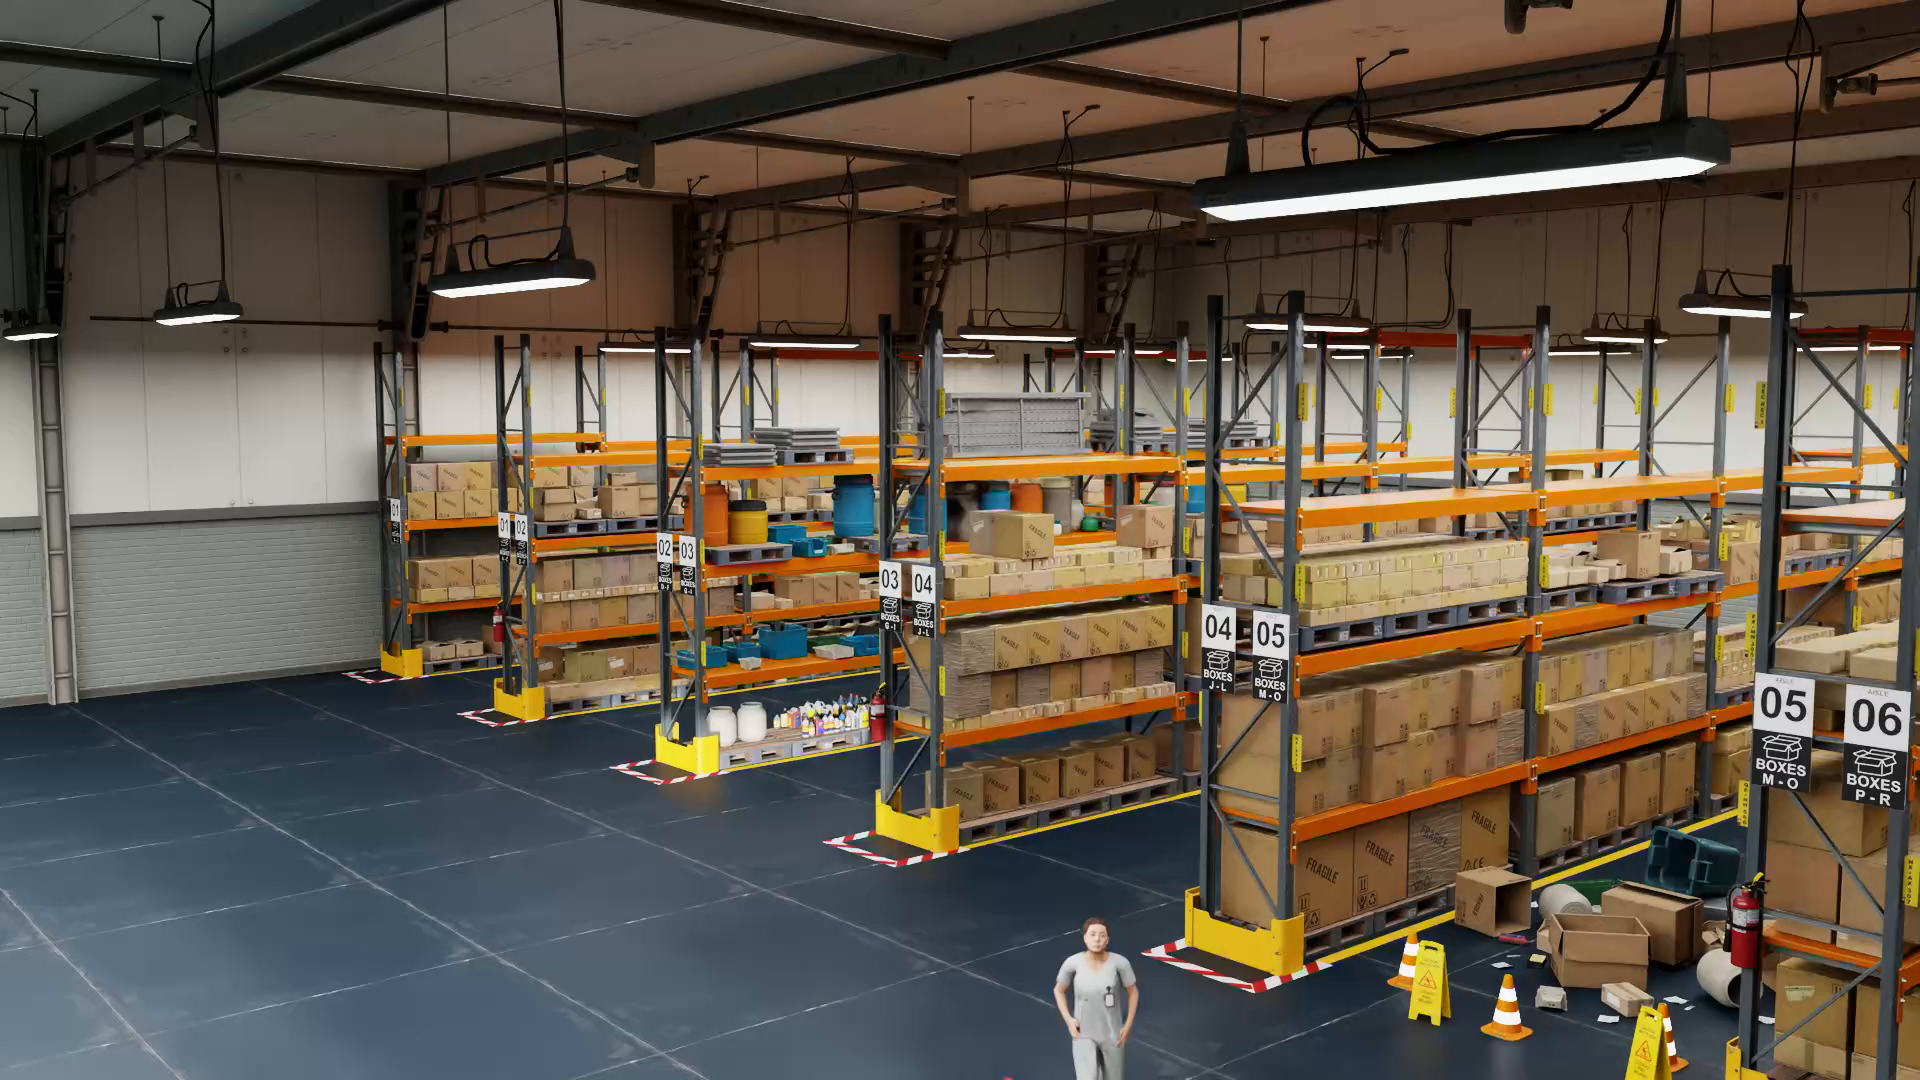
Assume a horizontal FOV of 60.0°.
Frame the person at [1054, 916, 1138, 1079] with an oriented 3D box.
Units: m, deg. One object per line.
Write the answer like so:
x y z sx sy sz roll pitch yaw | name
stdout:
0.923 3.350 11.293 0.573 1.619 0.748 0 5 1 | person
